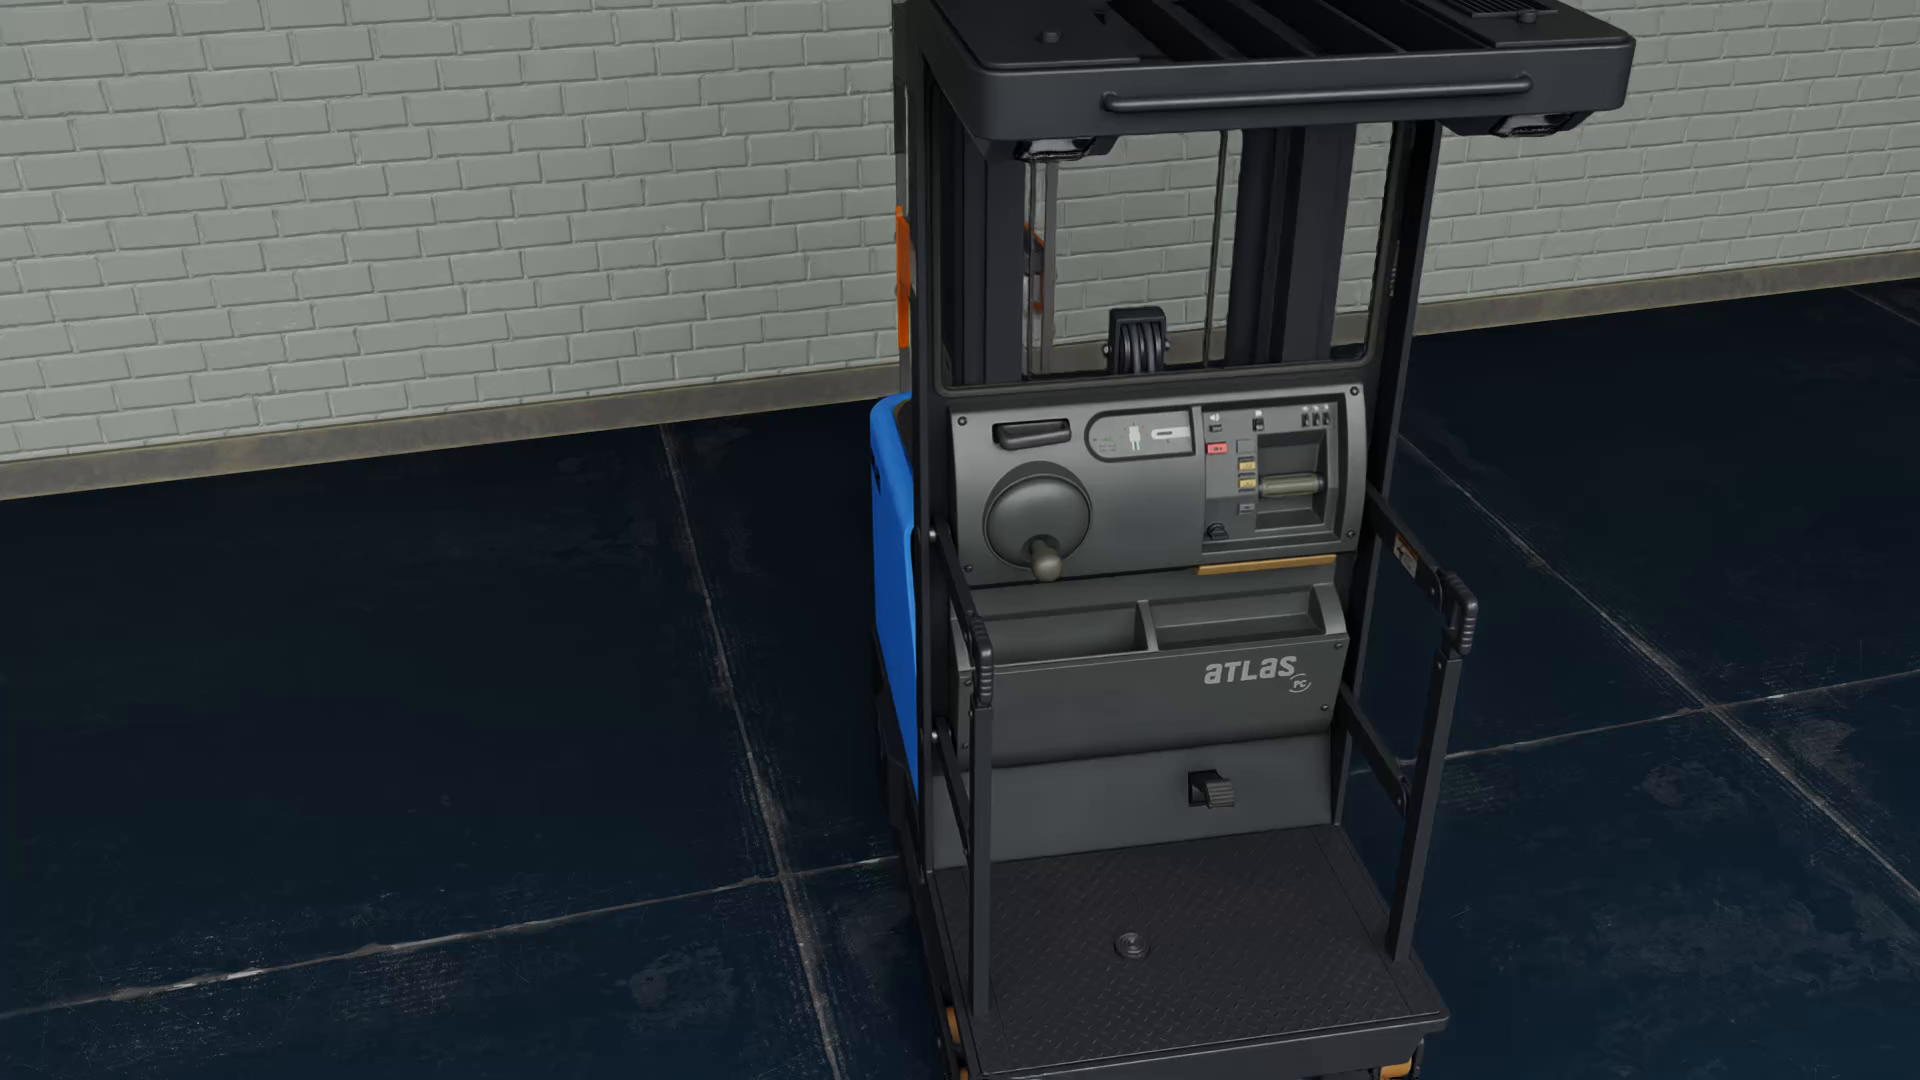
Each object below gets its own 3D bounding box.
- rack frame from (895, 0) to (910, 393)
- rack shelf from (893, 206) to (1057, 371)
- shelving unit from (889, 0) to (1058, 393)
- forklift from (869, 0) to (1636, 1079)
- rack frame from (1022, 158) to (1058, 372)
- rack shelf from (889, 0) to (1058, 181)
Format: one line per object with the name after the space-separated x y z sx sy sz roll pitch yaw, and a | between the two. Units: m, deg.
-0.021 -0.947 5.789 0.400 2.100 0.015 -8 31 -13 | rack frame
0.044 -0.817 5.593 0.431 0.518 0.480 -8 31 -13 | rack shelf
0.044 -0.829 5.586 0.431 2.100 0.503 -8 31 -13 | shelving unit
0.482 -0.084 3.469 1.130 2.935 3.031 -5 30 -9 | forklift
0.109 -0.711 5.382 0.400 2.100 0.015 -8 31 -13 | rack frame
0.044 -1.423 5.242 0.431 0.518 0.480 -8 31 -13 | rack shelf
